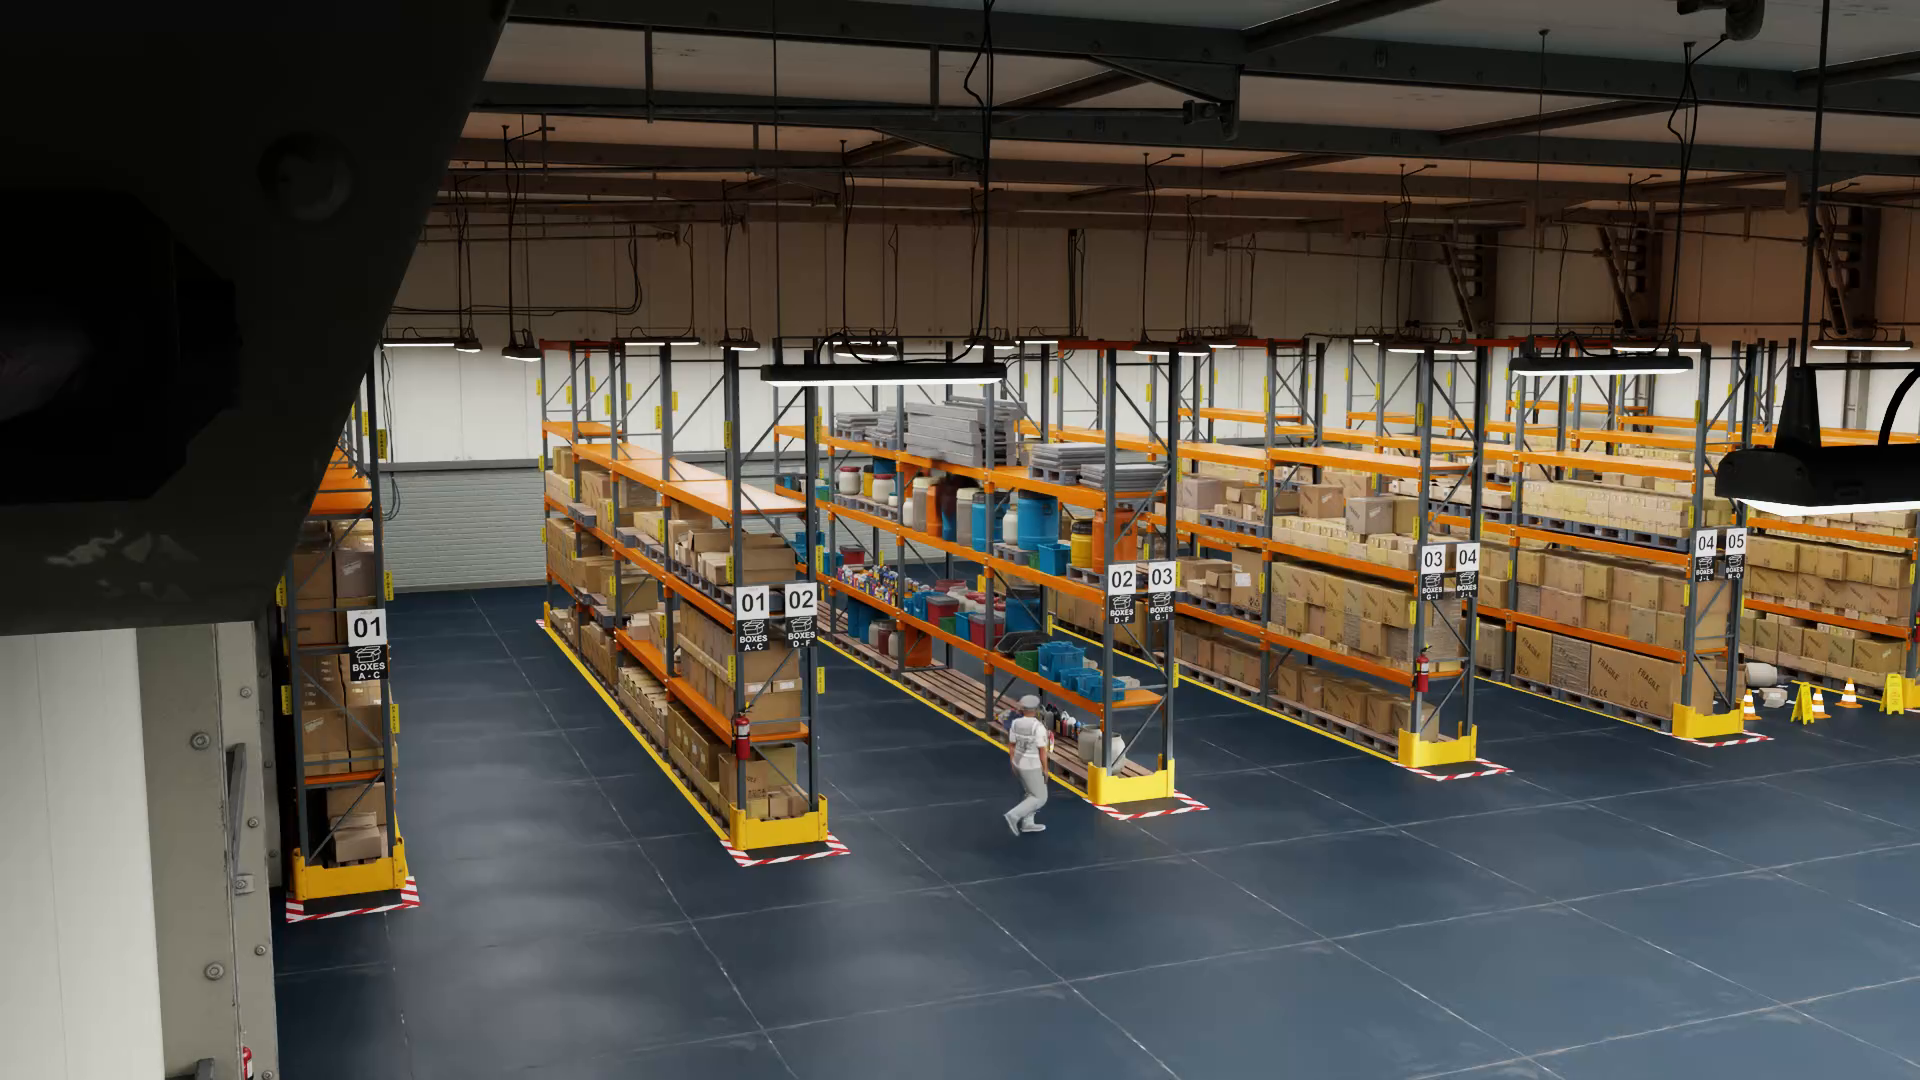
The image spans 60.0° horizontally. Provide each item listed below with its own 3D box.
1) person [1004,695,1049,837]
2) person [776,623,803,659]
[{"bbox_3d":[0.812,2.782,20.501,0.609,1.751,0.545,-2,8,-17],"label":"person"},{"bbox_3d":[-3.134,1.350,30.121,0.575,1.611,0.995,-3,8,-24],"label":"person"}]
